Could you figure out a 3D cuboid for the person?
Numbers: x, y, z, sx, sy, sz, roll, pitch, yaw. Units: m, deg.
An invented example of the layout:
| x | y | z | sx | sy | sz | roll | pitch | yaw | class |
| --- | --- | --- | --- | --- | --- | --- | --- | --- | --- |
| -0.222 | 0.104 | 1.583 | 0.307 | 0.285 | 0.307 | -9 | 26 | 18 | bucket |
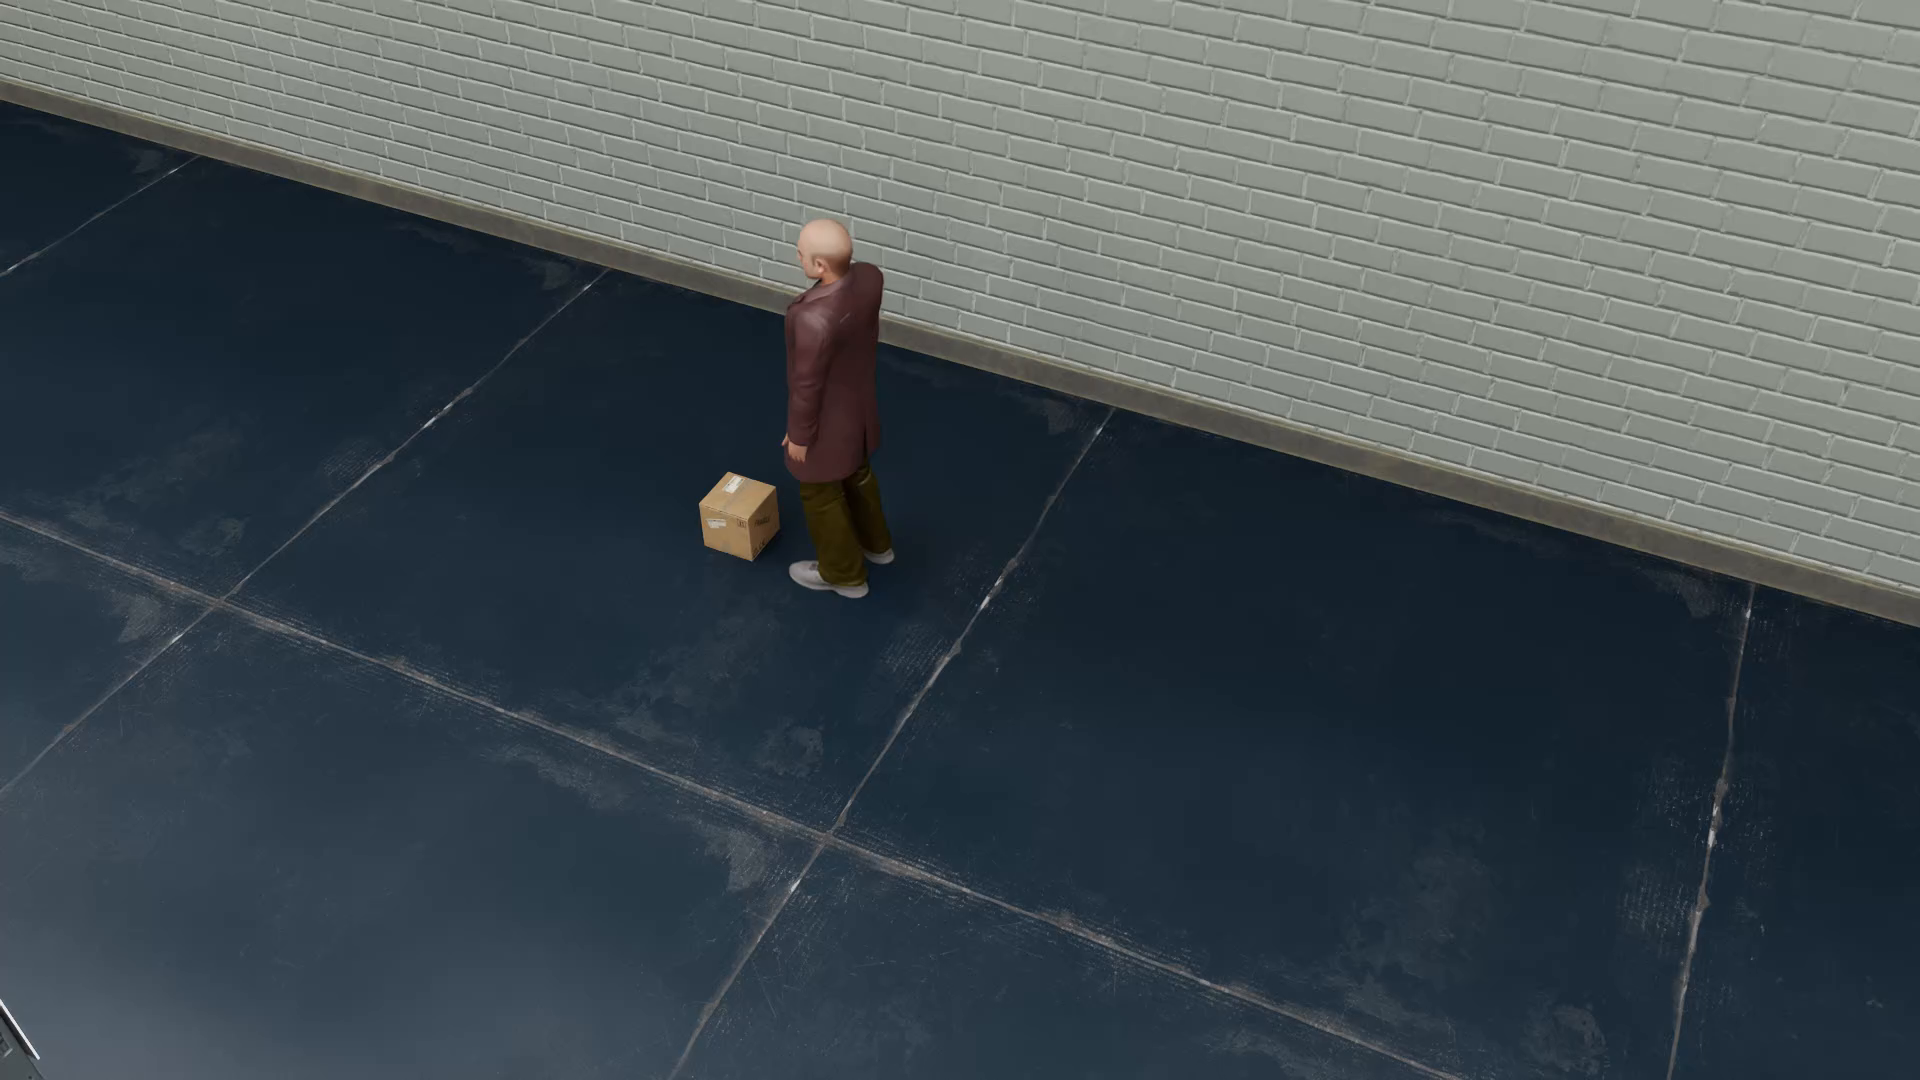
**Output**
| x | y | z | sx | sy | sz | roll | pitch | yaw | class |
| --- | --- | --- | --- | --- | --- | --- | --- | --- | --- |
| -0.533 | -0.527 | 6.770 | 0.379 | 1.775 | 0.561 | 18 | 45 | 19 | person |
